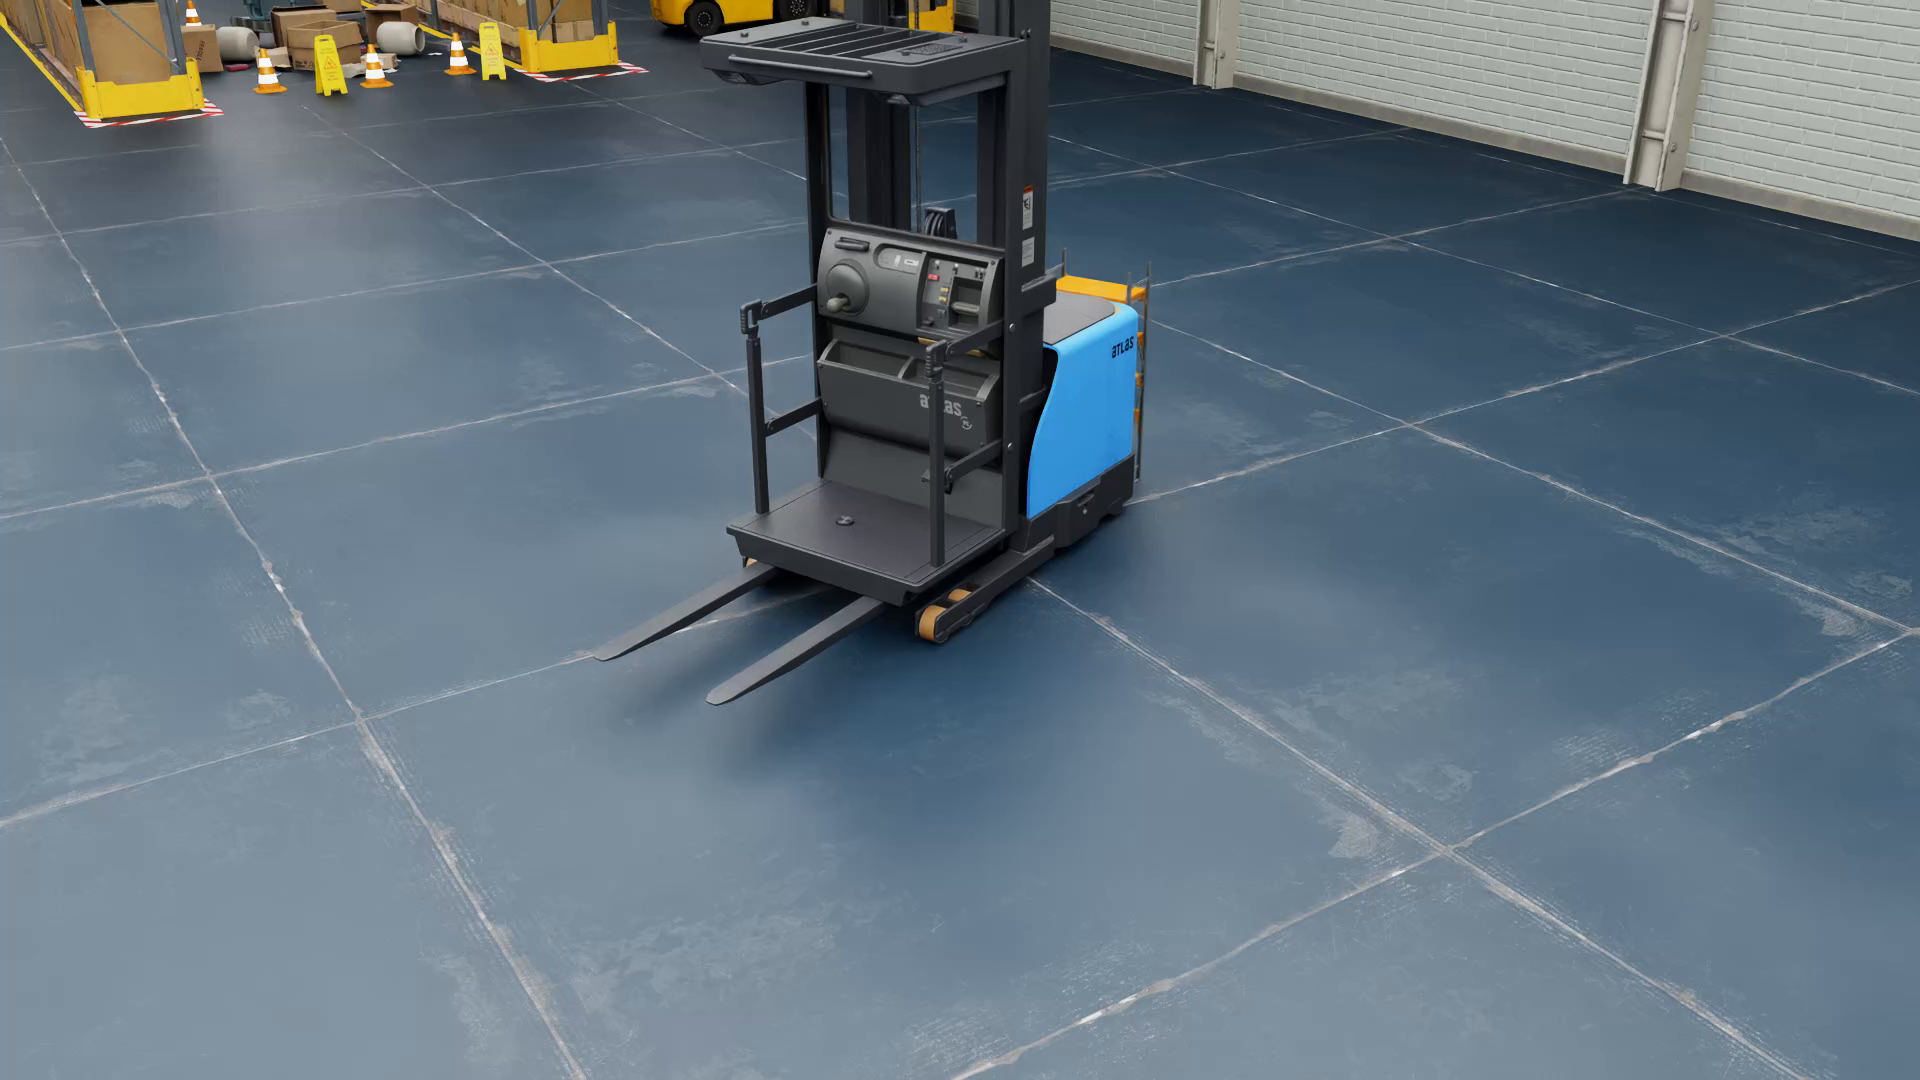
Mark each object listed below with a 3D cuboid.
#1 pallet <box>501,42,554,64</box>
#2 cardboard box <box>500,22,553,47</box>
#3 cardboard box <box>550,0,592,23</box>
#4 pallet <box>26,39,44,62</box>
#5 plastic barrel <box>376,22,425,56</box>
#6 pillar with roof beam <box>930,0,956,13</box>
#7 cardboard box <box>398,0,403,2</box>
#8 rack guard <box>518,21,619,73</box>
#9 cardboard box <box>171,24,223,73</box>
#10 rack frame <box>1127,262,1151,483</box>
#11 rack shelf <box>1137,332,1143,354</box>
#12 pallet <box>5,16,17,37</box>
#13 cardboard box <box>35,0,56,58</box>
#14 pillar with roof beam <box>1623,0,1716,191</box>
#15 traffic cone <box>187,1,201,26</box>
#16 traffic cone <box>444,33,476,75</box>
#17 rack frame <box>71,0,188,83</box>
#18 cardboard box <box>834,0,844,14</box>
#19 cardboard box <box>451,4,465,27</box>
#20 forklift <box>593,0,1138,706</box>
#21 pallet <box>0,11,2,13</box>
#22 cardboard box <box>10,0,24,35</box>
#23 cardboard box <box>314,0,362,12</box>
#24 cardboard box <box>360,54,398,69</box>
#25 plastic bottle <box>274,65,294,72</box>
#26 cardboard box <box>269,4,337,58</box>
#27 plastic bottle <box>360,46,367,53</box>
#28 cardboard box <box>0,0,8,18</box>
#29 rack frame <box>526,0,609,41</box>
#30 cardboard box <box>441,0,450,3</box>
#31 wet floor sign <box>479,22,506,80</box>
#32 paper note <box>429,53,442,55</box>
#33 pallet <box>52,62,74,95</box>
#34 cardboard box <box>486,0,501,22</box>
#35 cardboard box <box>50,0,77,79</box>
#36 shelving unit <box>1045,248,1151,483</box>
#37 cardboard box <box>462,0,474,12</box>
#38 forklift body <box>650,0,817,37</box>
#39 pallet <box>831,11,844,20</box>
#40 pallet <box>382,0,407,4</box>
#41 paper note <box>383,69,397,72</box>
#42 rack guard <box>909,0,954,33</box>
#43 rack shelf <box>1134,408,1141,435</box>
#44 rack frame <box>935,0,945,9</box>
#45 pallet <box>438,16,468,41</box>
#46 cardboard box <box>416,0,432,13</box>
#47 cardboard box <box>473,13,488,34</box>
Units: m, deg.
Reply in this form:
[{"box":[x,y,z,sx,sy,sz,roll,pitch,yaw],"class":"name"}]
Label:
[{"box":[-5.274,-6.312,21.372,1.003,0.211,1.213,-16,29,-30],"class":"pallet"},{"box":[-5.498,-6.428,21.082,0.500,0.250,0.500,-16,29,-30],"class":"cardboard box"},{"box":[-5.041,-6.893,21.189,0.500,0.500,0.500,-17,30,-31],"class":"cardboard box"},{"box":[-11.579,-6.485,21.740,1.003,0.211,1.213,-16,29,-30],"class":"pallet"},{"box":[-7.215,-6.467,21.454,0.512,0.421,0.421,3,25,6],"class":"plastic barrel"},{"box":[-3.894,-10.573,20.106,9.100,9.000,0.400,-16,29,-30],"class":"pillar with roof beam"},{"box":[-8.067,-8.370,25.054,0.950,0.372,0.625,-14,29,-28],"class":"cardboard box"},{"box":[-4.860,-6.143,20.678,1.175,0.500,0.348,-16,29,-30],"class":"rack guard"},{"box":[-9.387,-6.042,20.461,0.500,0.500,0.500,-10,27,-21],"class":"cardboard box"},{"box":[0.900,-0.825,8.591,0.015,1.200,0.240,15,29,28],"class":"rack frame"},{"box":[0.692,-1.021,8.640,0.480,0.148,0.258,15,29,28],"class":"rack shelf"},{"box":[-12.911,-7.358,23.589,1.003,0.211,1.213,-16,29,-30],"class":"pallet"},{"box":[-10.810,-6.475,20.450,0.875,0.875,0.875,-15,29,-29],"class":"cardboard box"},{"box":[2.657,-6.281,11.014,9.100,9.000,0.400,-16,29,-30],"class":"pillar with roof beam"},{"box":[-10.561,-7.172,22.900,0.336,0.463,0.334,-16,29,-30],"class":"traffic cone"},{"box":[-6.134,-5.952,20.317,0.336,0.463,0.334,-16,29,-30],"class":"traffic cone"},{"box":[-8.911,-6.057,17.566,1.000,3.000,0.127,-16,29,-30],"class":"rack frame"},{"box":[-1.447,-7.626,23.619,0.500,0.250,0.500,-16,29,-30],"class":"cardboard box"},{"box":[-6.606,-7.161,22.635,0.500,0.250,0.500,-14,29,-27],"class":"cardboard box"},{"box":[-0.356,-1.104,7.155,1.130,2.935,3.031,16,30,31],"class":"forklift"},{"box":[-14.365,-8.373,25.739,1.003,0.211,1.213,-16,29,-30],"class":"pallet"},{"box":[-12.032,-7.207,22.146,1.050,0.750,0.750,-16,29,-30],"class":"cardboard box"},{"box":[-8.477,-7.464,22.588,0.500,0.500,0.500,-16,29,-30],"class":"cardboard box"},{"box":[-7.226,-5.955,20.691,0.380,0.149,0.250,-1,25,-3],"class":"cardboard box"},{"box":[-8.352,-5.818,20.502,0.283,0.061,0.133,18,31,33],"class":"plastic bottle"},{"box":[-8.416,-6.550,21.376,0.797,0.637,0.503,-16,29,-30],"class":"cardboard box"},{"box":[-7.869,-6.450,21.841,0.133,0.061,0.283,-10,27,-21],"class":"plastic bottle"},{"box":[-13.021,-7.852,23.513,1.050,0.750,0.750,-16,30,-30],"class":"cardboard box"},{"box":[-4.819,-7.247,20.087,1.000,3.000,0.127,-16,29,-30],"class":"rack frame"},{"box":[-6.906,-7.689,22.874,0.500,0.500,0.500,-14,29,-27],"class":"cardboard box"},{"box":[-5.611,-5.865,19.917,0.267,0.644,0.232,-6,26,-12],"class":"wet floor sign"},{"box":[-6.812,-6.323,21.608,0.148,0.019,0.142,18,31,33],"class":"paper note"},{"box":[-10.075,-5.499,19.652,1.003,0.211,1.213,-16,29,-30],"class":"pallet"},{"box":[-5.762,-6.944,21.296,0.500,0.500,0.500,-14,29,-28],"class":"cardboard box"},{"box":[-9.818,-5.827,19.077,0.875,0.875,0.875,-16,30,-30],"class":"cardboard box"},{"box":[0.692,-0.879,8.707,0.503,1.200,0.258,15,29,28],"class":"shelving unit"},{"box":[-6.323,-7.314,22.081,0.500,0.500,0.500,-14,29,-27],"class":"cardboard box"},{"box":[-3.226,-8.274,23.257,2.313,2.155,1.214,-16,29,-30],"class":"forklift body"},{"box":[-1.114,-7.407,23.694,1.003,0.211,1.213,-16,29,-30],"class":"pallet"},{"box":[-8.099,-8.131,25.227,1.003,0.211,1.213,-16,29,-30],"class":"pallet"},{"box":[-7.002,-5.778,20.454,0.142,0.019,0.148,18,31,33],"class":"paper note"},{"box":[-0.649,-7.266,23.055,1.175,0.500,0.348,-16,29,-30],"class":"rack guard"},{"box":[0.692,-0.639,8.820,0.480,0.148,0.258,15,29,28],"class":"rack shelf"},{"box":[-0.662,-8.405,22.540,1.000,3.000,0.127,-16,29,-30],"class":"rack frame"},{"box":[-6.606,-7.184,23.221,1.003,0.211,1.213,-16,29,-30],"class":"pallet"},{"box":[-7.291,-7.866,23.985,0.950,0.372,0.625,-15,29,-29],"class":"cardboard box"},{"box":[-6.052,-6.792,21.854,0.500,0.250,0.500,-17,30,-31],"class":"cardboard box"}]
